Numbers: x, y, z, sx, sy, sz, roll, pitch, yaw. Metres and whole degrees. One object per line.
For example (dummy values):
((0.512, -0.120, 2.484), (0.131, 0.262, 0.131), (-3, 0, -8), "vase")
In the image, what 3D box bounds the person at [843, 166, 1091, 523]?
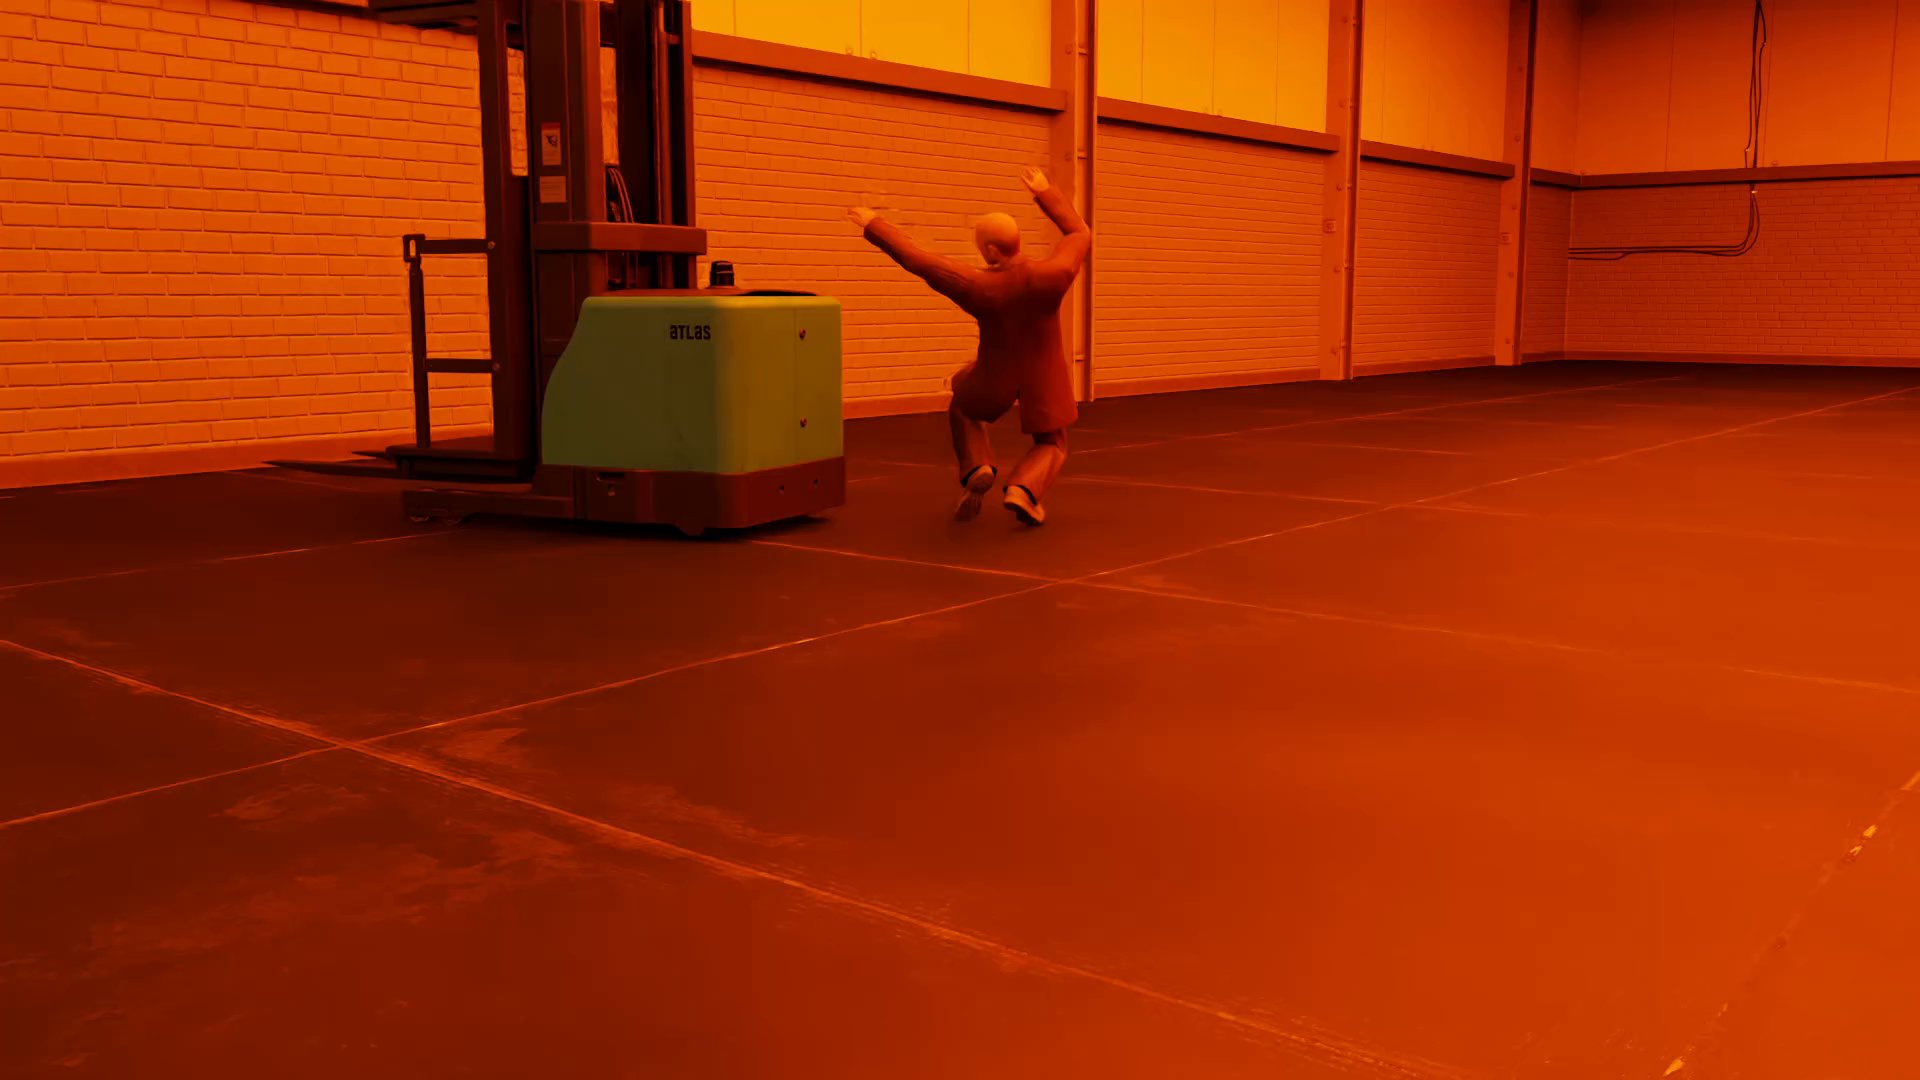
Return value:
((0.044, -0.916, 7.937), (1.148, 1.723, 0.831), (1, 8, 4), "person")

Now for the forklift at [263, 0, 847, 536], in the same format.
((-2.111, -1.586, 8.117), (3.031, 2.935, 1.130), (4, 9, 25), "forklift")
